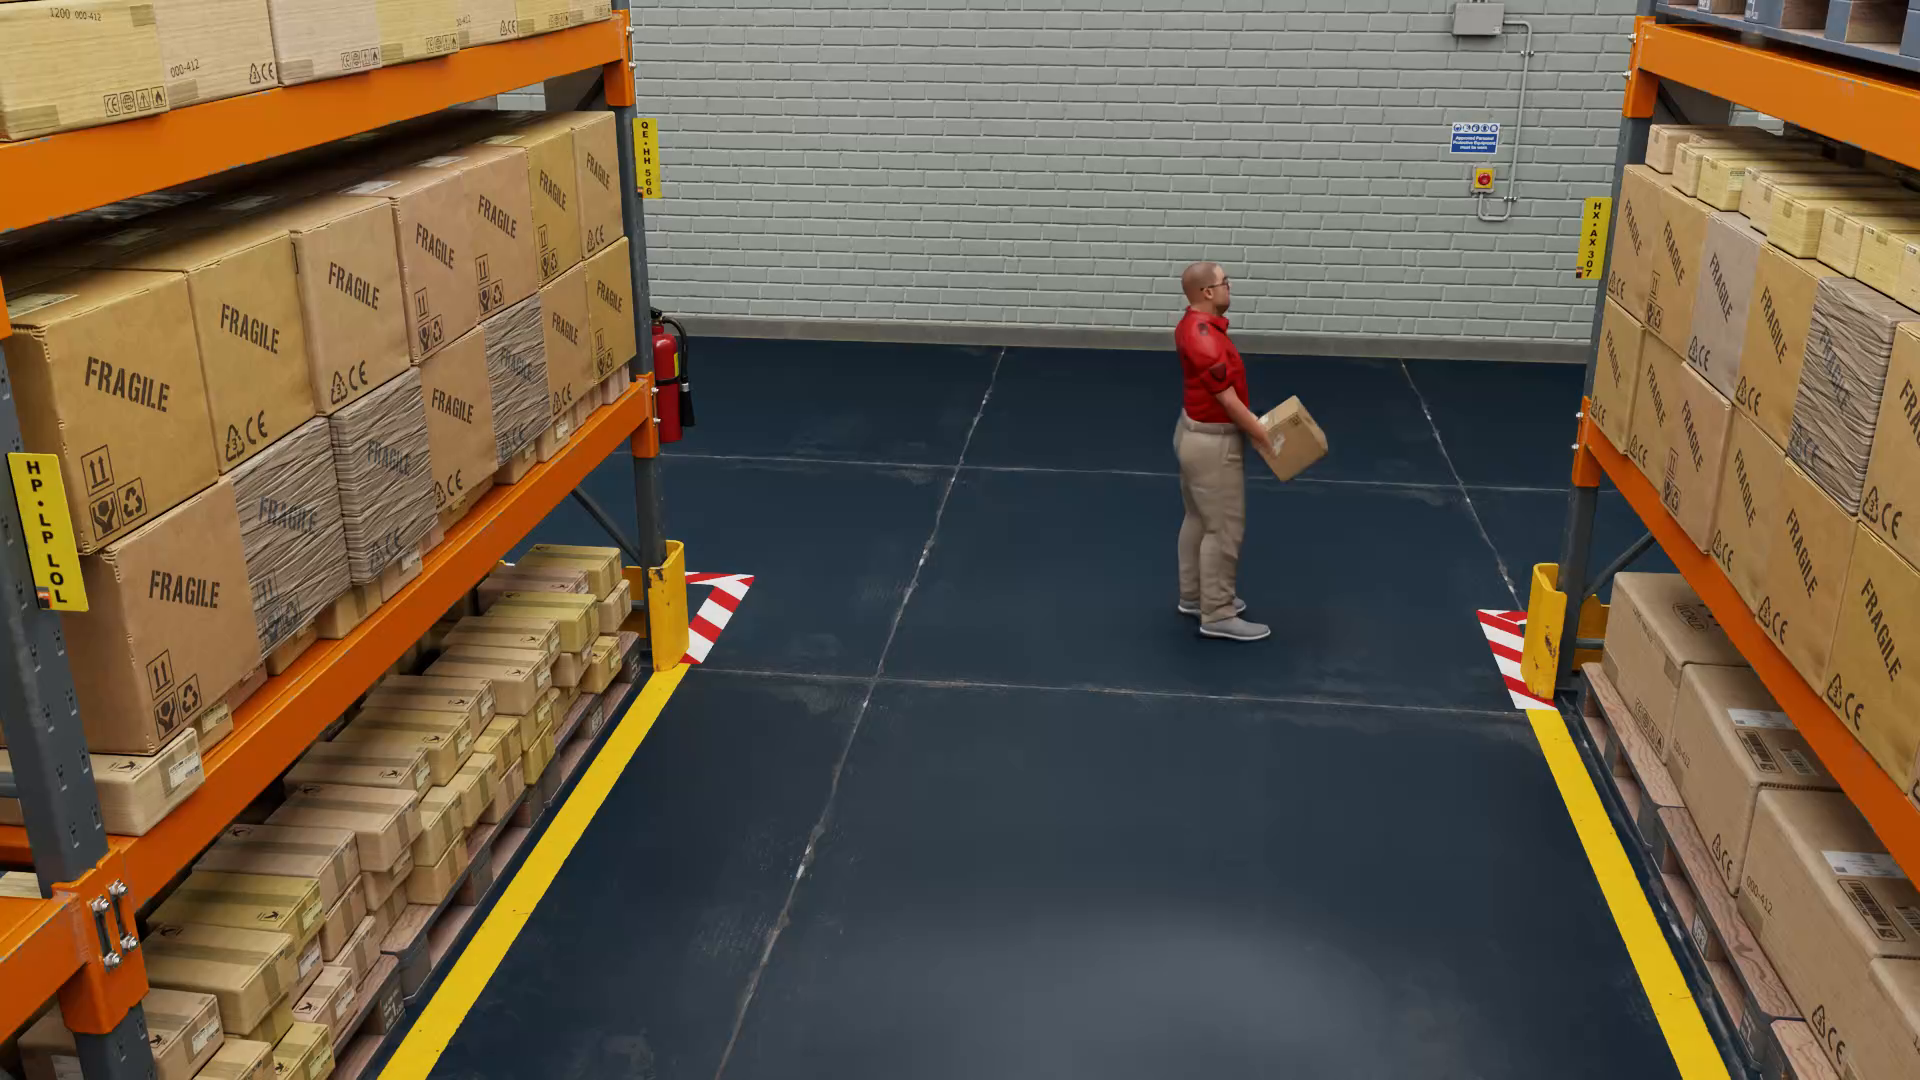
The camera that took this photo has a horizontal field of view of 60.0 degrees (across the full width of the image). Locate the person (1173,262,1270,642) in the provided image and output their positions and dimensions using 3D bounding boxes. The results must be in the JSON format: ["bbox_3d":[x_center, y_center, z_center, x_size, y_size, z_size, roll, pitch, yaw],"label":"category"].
[{"bbox_3d":[1.233,-0.423,7.702,0.507,1.729,0.552,-1,21,-2],"label":"person"}]
